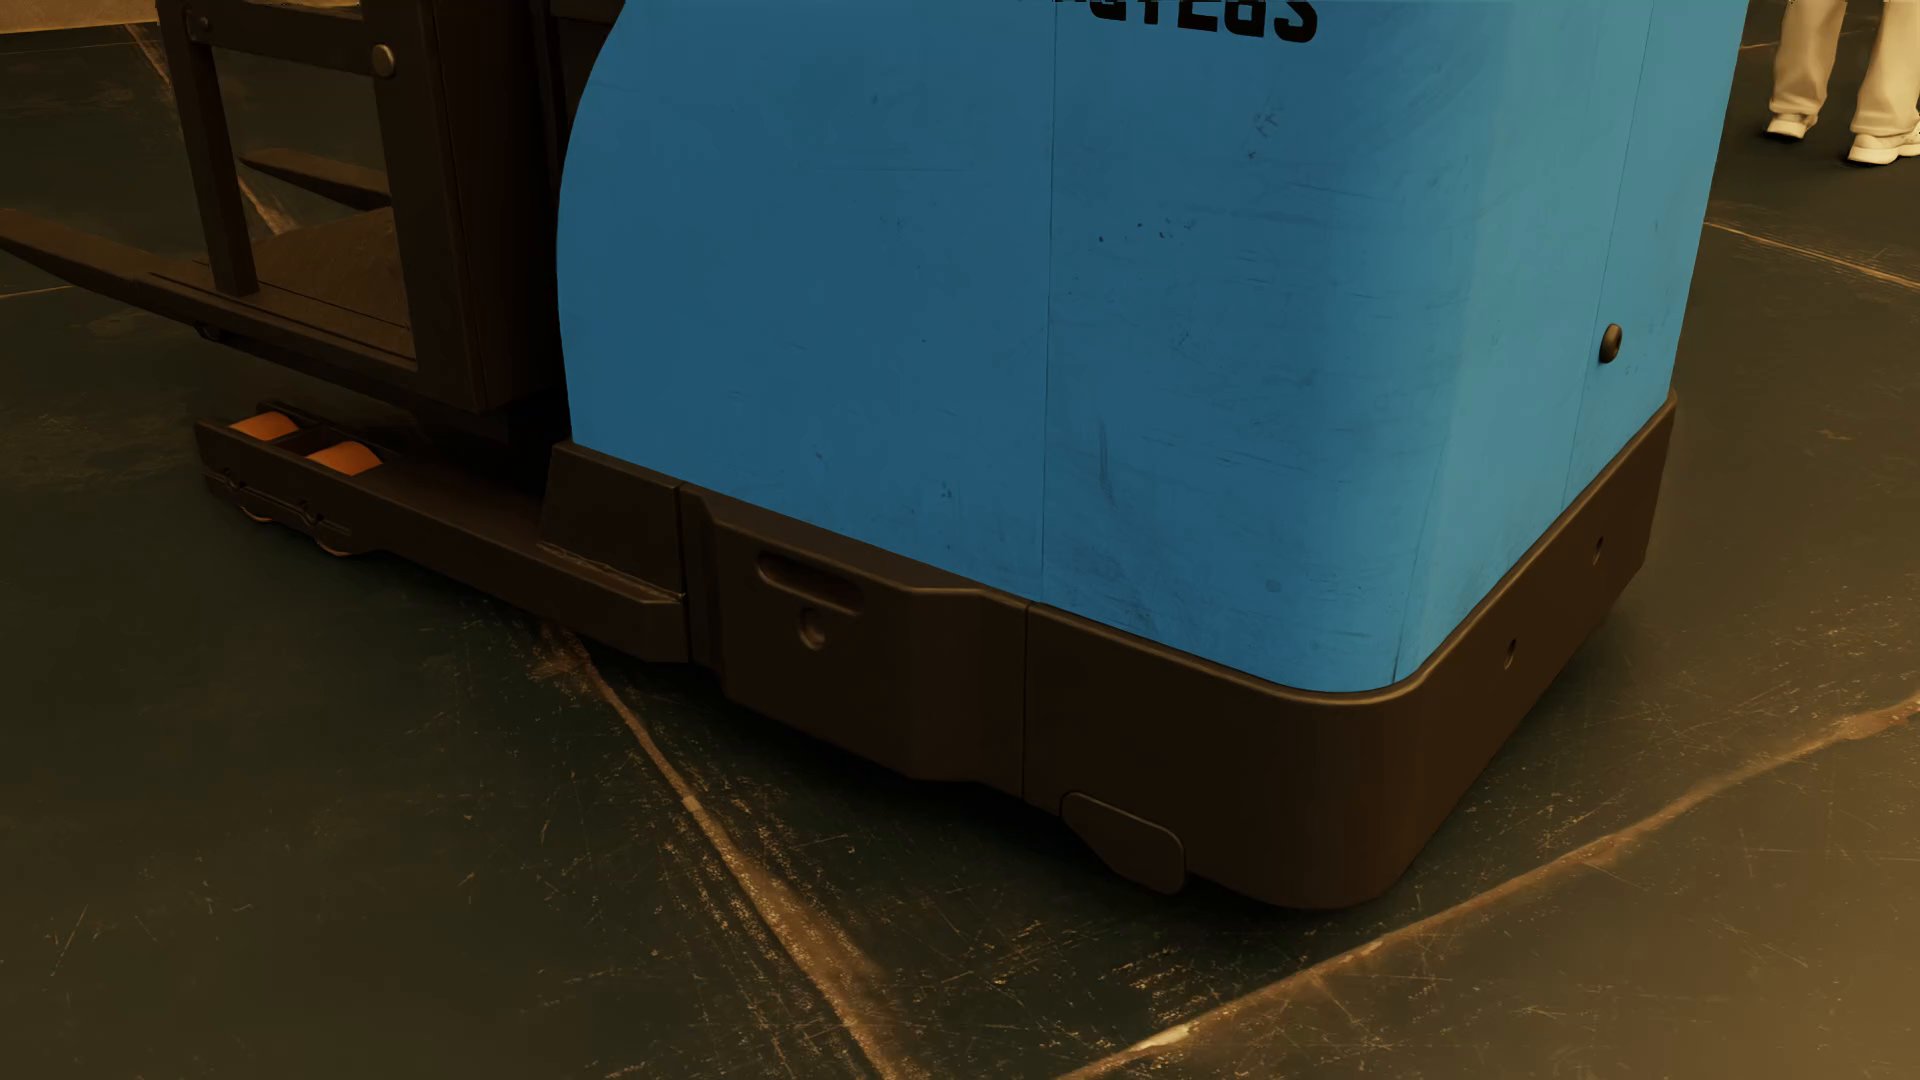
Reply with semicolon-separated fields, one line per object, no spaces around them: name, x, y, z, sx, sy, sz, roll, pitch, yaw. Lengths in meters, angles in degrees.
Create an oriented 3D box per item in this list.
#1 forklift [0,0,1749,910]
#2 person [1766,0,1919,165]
forklift;-0.542;-1.456;2.131;3.031;2.935;1.130;18;32;32
person;2.473;-1.896;4.310;0.510;1.802;0.681;-23;35;-37
